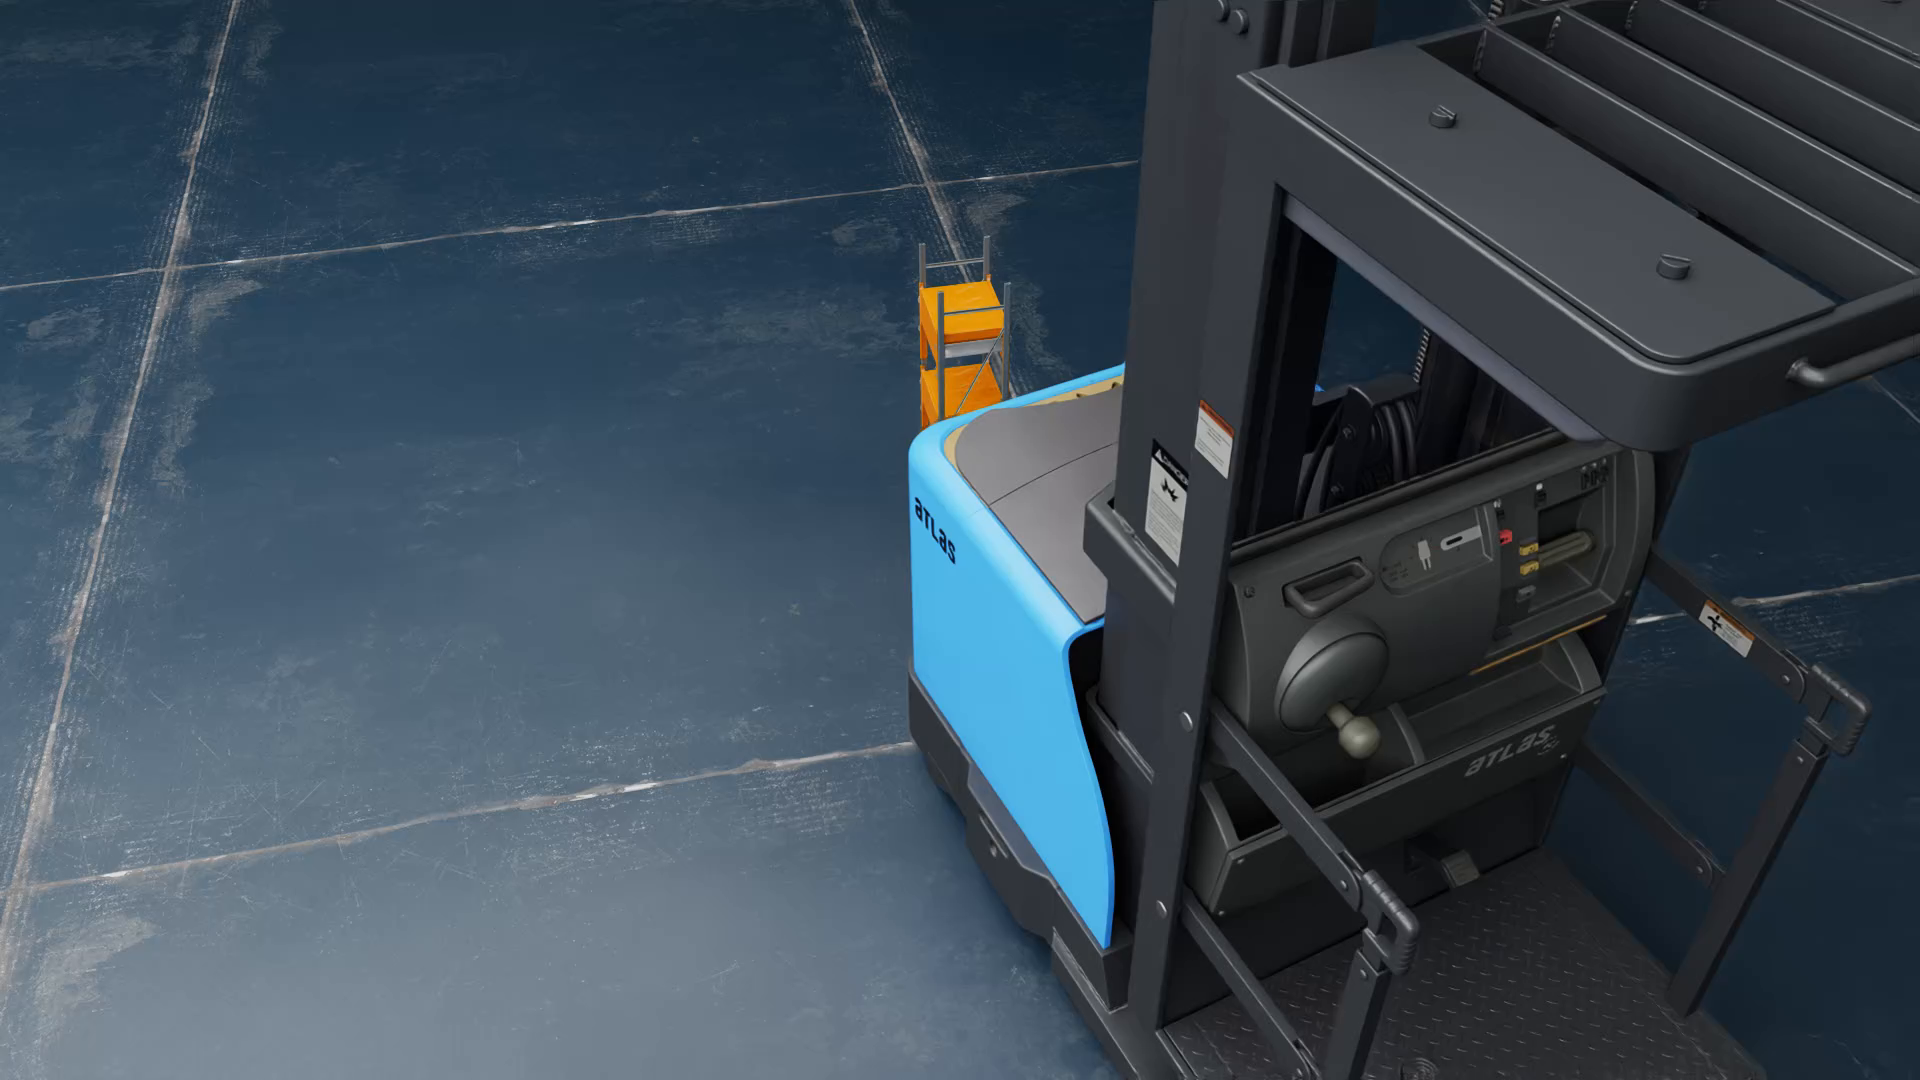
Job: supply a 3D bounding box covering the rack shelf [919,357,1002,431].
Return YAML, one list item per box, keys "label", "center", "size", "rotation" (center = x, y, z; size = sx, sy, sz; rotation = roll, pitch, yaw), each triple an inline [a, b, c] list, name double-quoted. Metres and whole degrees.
- label: "rack shelf"
  center: [0.012, -0.350, 4.869]
  size: [0.215, 0.259, 0.240]
  rotation: [-8, 42, -9]

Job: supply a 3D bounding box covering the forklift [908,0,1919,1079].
- label: "forklift"
  center: [0.986, 0.170, 2.850]
  size: [1.130, 2.935, 3.031]
  rotation: [-19, 45, -20]

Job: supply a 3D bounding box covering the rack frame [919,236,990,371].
- label: "rack frame"
  center: [-0.015, -0.437, 4.951]
  size: [0.200, 1.050, 0.008]
  rotation: [-8, 42, -9]

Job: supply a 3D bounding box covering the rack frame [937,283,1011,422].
- label: "rack frame"
  center: [0.038, -0.279, 4.773]
  size: [0.200, 1.050, 0.008]
  rotation: [-8, 42, -9]

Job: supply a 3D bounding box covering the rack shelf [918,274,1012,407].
- label: "rack shelf"
  center: [0.012, -0.562, 4.681]
  size: [0.215, 0.259, 0.240]
  rotation: [-8, 42, -9]

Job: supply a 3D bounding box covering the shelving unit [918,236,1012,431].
- label: "shelving unit"
  center: [0.012, -0.358, 4.862]
  size: [0.215, 1.050, 0.252]
  rotation: [-8, 42, -9]
